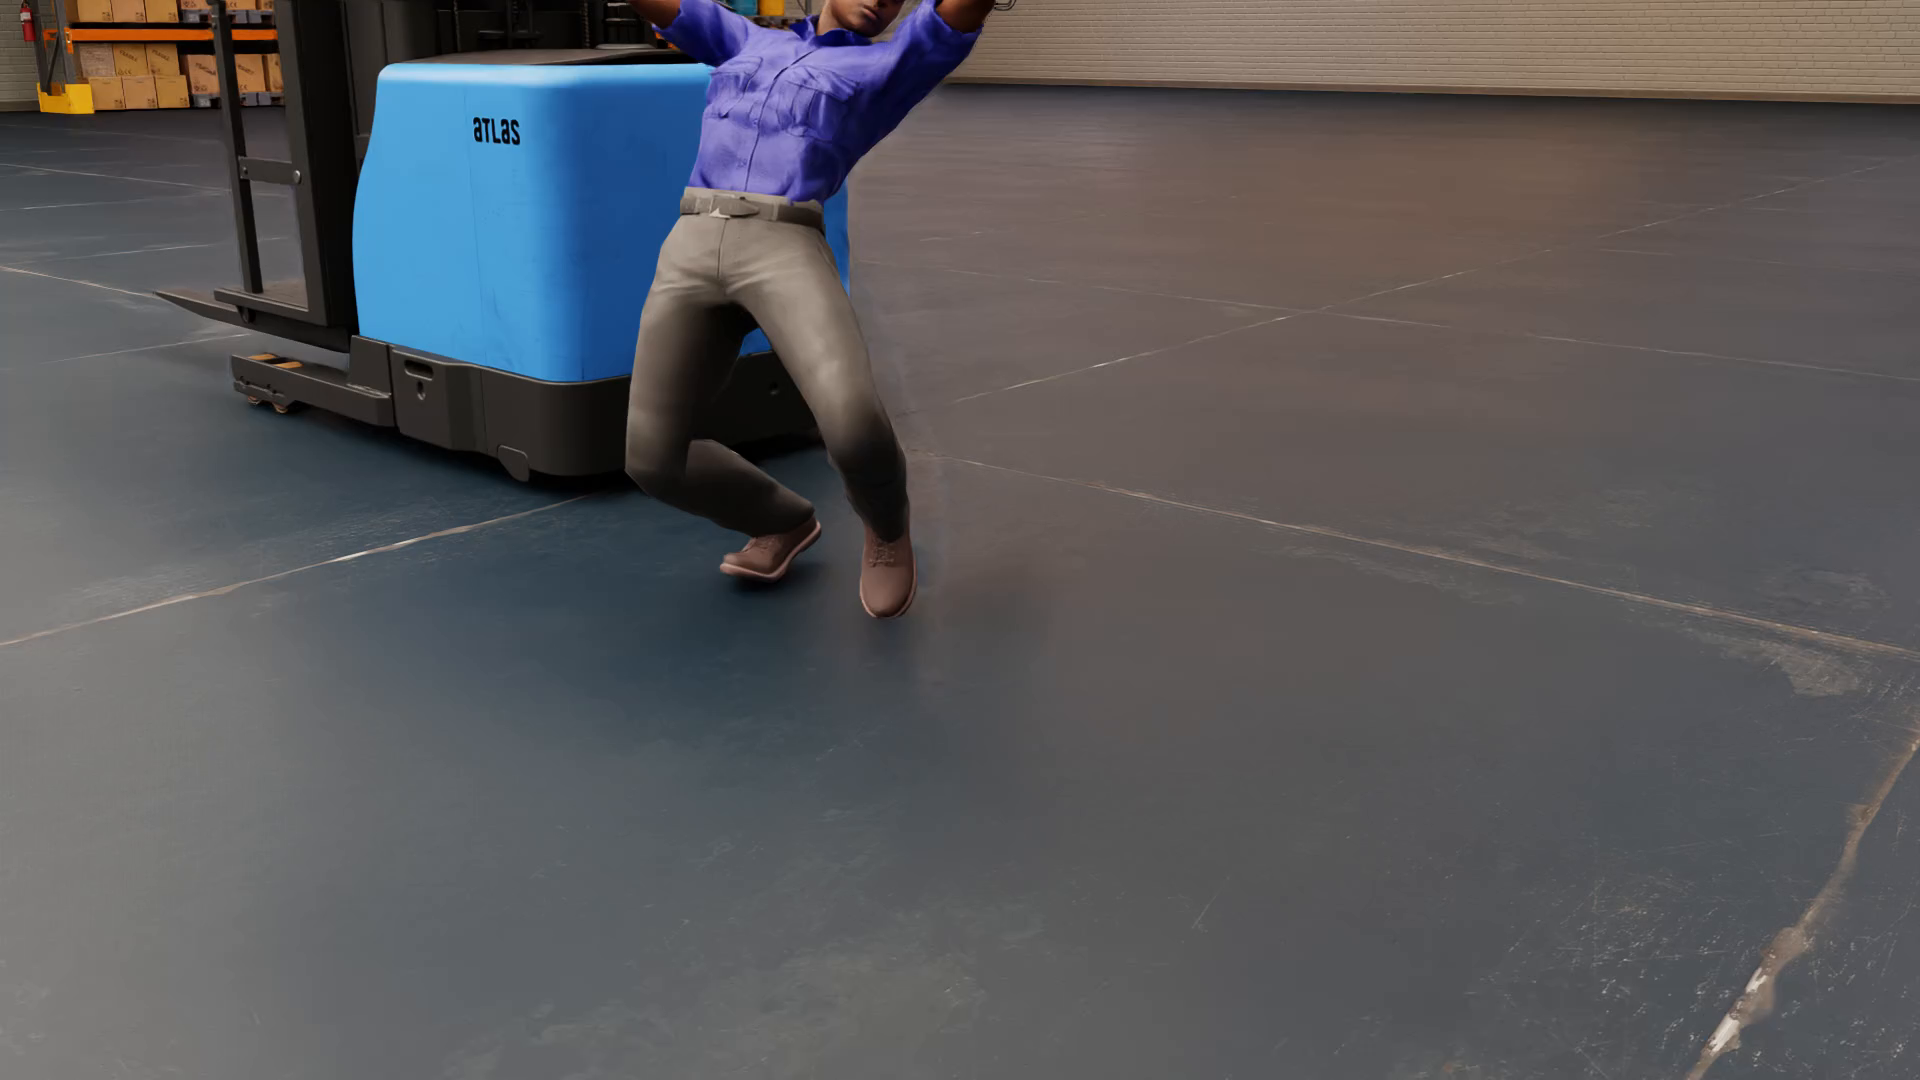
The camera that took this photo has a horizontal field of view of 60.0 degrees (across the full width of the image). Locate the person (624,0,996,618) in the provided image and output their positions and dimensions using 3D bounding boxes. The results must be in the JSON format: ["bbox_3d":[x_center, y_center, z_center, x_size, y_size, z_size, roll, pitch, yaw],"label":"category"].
[{"bbox_3d":[-0.262,-0.609,3.301,0.885,1.563,0.708,7,18,22],"label":"person"}]

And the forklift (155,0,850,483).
[{"bbox_3d":[-1.714,-1.896,5.142,3.031,2.935,1.130,16,23,41],"label":"forklift"}]
